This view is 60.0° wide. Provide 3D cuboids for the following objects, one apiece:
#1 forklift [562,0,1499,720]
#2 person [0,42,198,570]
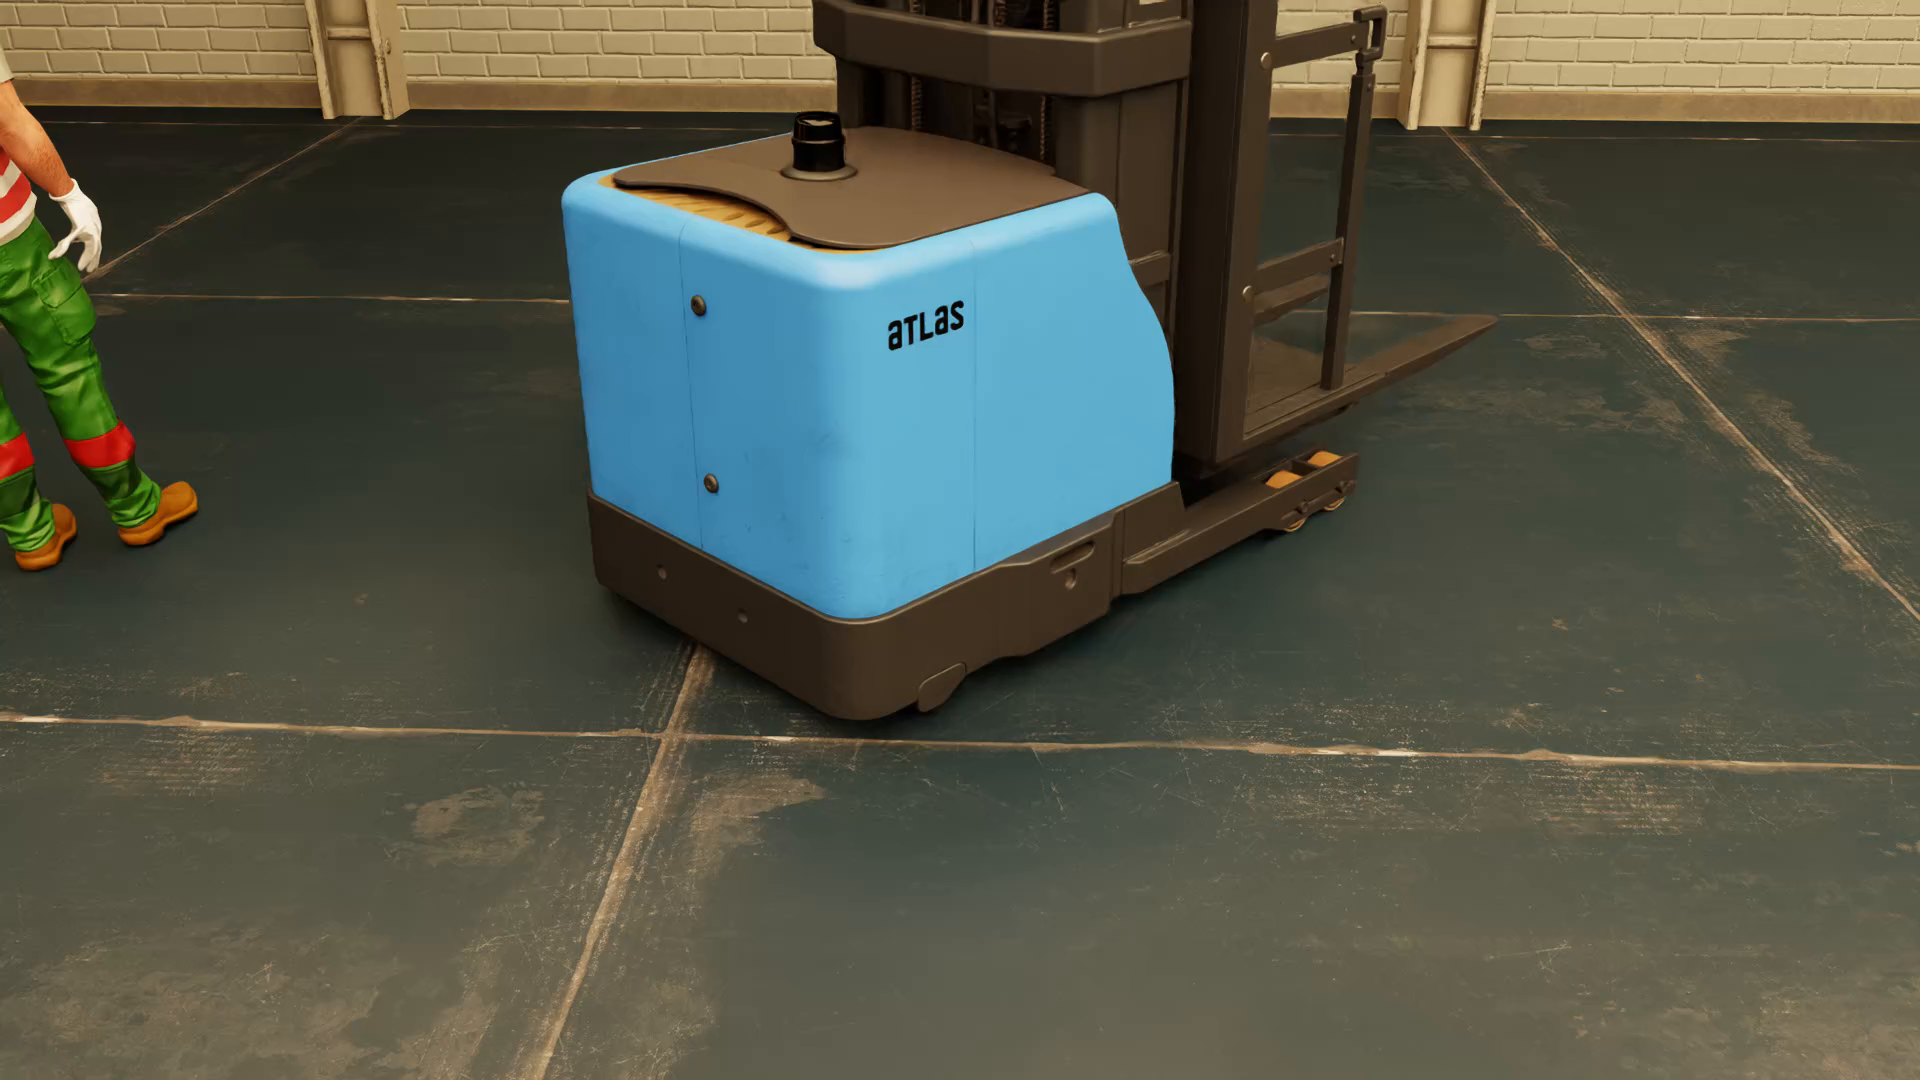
[{"bbox_3d":[0.480,-1.480,4.209,1.130,2.935,3.031,24,35,39],"label":"forklift"},{"bbox_3d":[-2.423,-0.784,4.074,0.643,1.789,0.565,-2,26,-3],"label":"person"}]
